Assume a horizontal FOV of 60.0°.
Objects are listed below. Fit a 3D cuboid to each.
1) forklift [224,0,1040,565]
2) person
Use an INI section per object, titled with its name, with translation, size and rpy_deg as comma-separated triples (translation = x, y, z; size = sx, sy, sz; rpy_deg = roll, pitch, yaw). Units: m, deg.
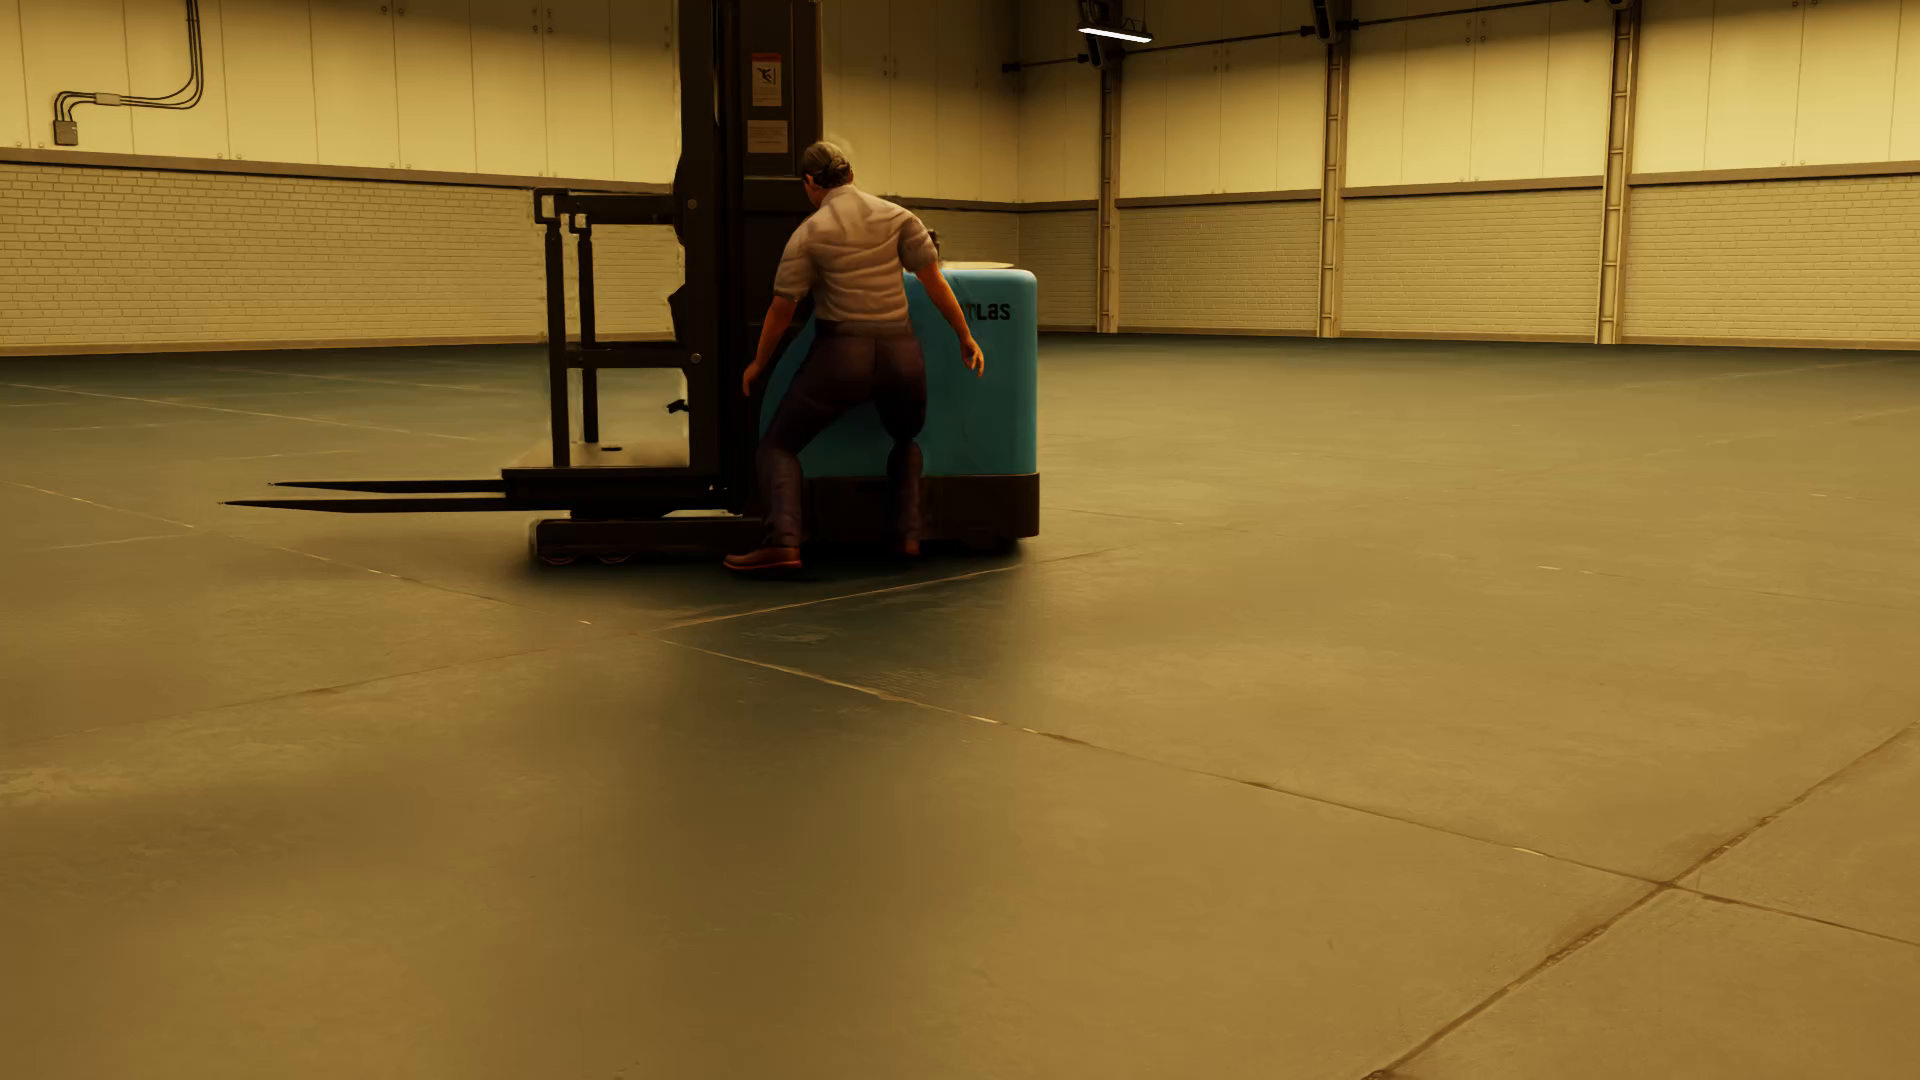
[forklift]
translation = -1.248, -1.440, 6.440
size = 3.031, 2.935, 1.130
rpy_deg = -1, 9, -6
[person]
translation = -0.399, -0.632, 5.955
size = 0.964, 1.552, 0.569
rpy_deg = -3, 9, -17
